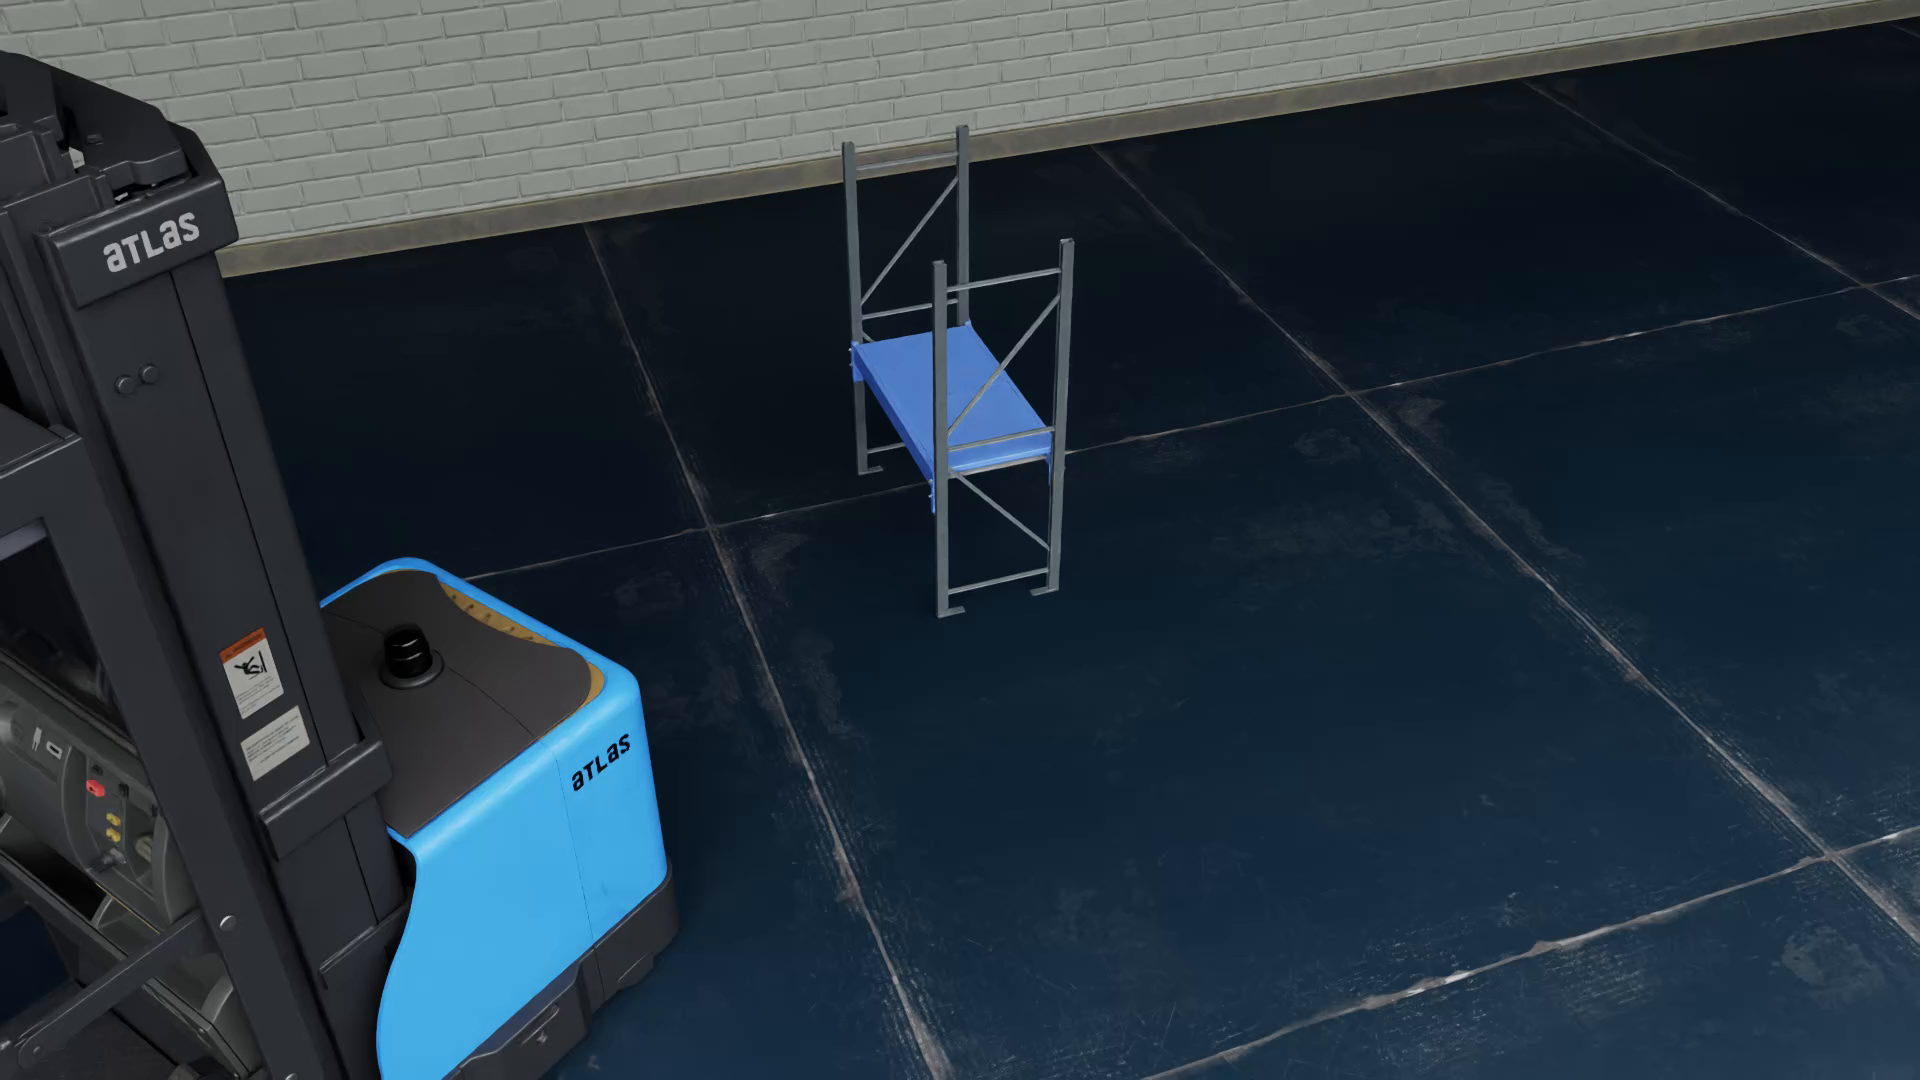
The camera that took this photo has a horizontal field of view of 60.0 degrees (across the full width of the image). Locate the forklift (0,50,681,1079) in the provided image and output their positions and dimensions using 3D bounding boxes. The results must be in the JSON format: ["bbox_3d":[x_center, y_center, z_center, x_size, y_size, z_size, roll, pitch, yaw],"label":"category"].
[{"bbox_3d":[-2.121,0.602,3.515,1.130,2.935,3.031,23,43,28],"label":"forklift"}]

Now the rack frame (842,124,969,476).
[{"bbox_3d":[-0.204,-0.934,6.744,0.500,1.500,0.032,-12,39,-16],"label":"rack frame"}]

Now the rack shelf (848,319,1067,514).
[{"bbox_3d":[-0.029,-0.504,6.471,0.538,0.185,1.000,-12,39,-16],"label":"rack shelf"}]

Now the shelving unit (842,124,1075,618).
[{"bbox_3d":[-0.029,-0.647,6.363,0.538,1.500,1.048,-12,39,-16],"label":"shelving unit"}]

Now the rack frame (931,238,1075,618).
[{"bbox_3d":[0.146,-0.360,5.981,0.500,1.500,0.032,-12,39,-16],"label":"rack frame"}]
